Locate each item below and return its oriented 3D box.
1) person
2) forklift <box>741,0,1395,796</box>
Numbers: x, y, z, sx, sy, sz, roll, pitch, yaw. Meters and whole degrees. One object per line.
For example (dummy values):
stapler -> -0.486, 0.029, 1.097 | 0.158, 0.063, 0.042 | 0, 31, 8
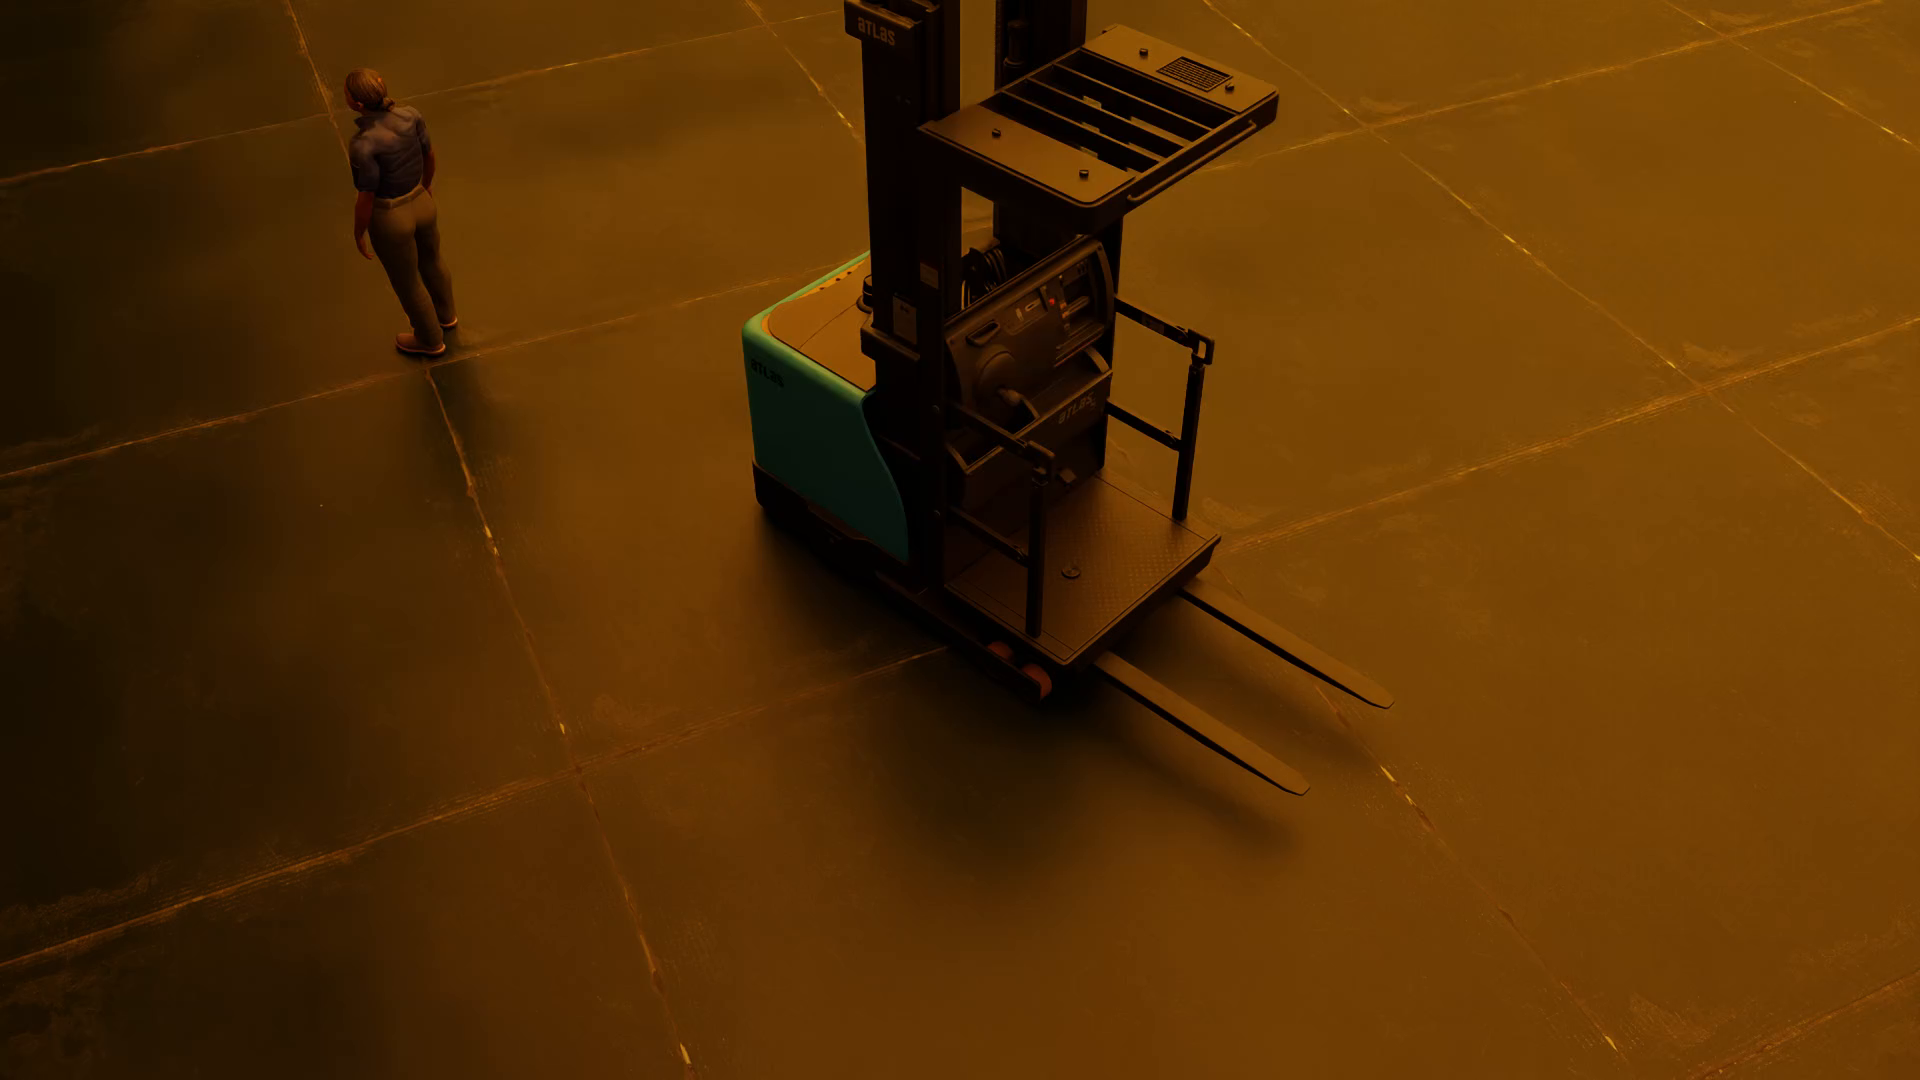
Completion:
person -> -2.872, -1.660, 8.384 | 0.504, 1.654, 0.570 | 21, 47, 21
forklift -> 0.445, -0.788, 6.525 | 3.031, 2.935, 1.130 | 32, 52, 30
